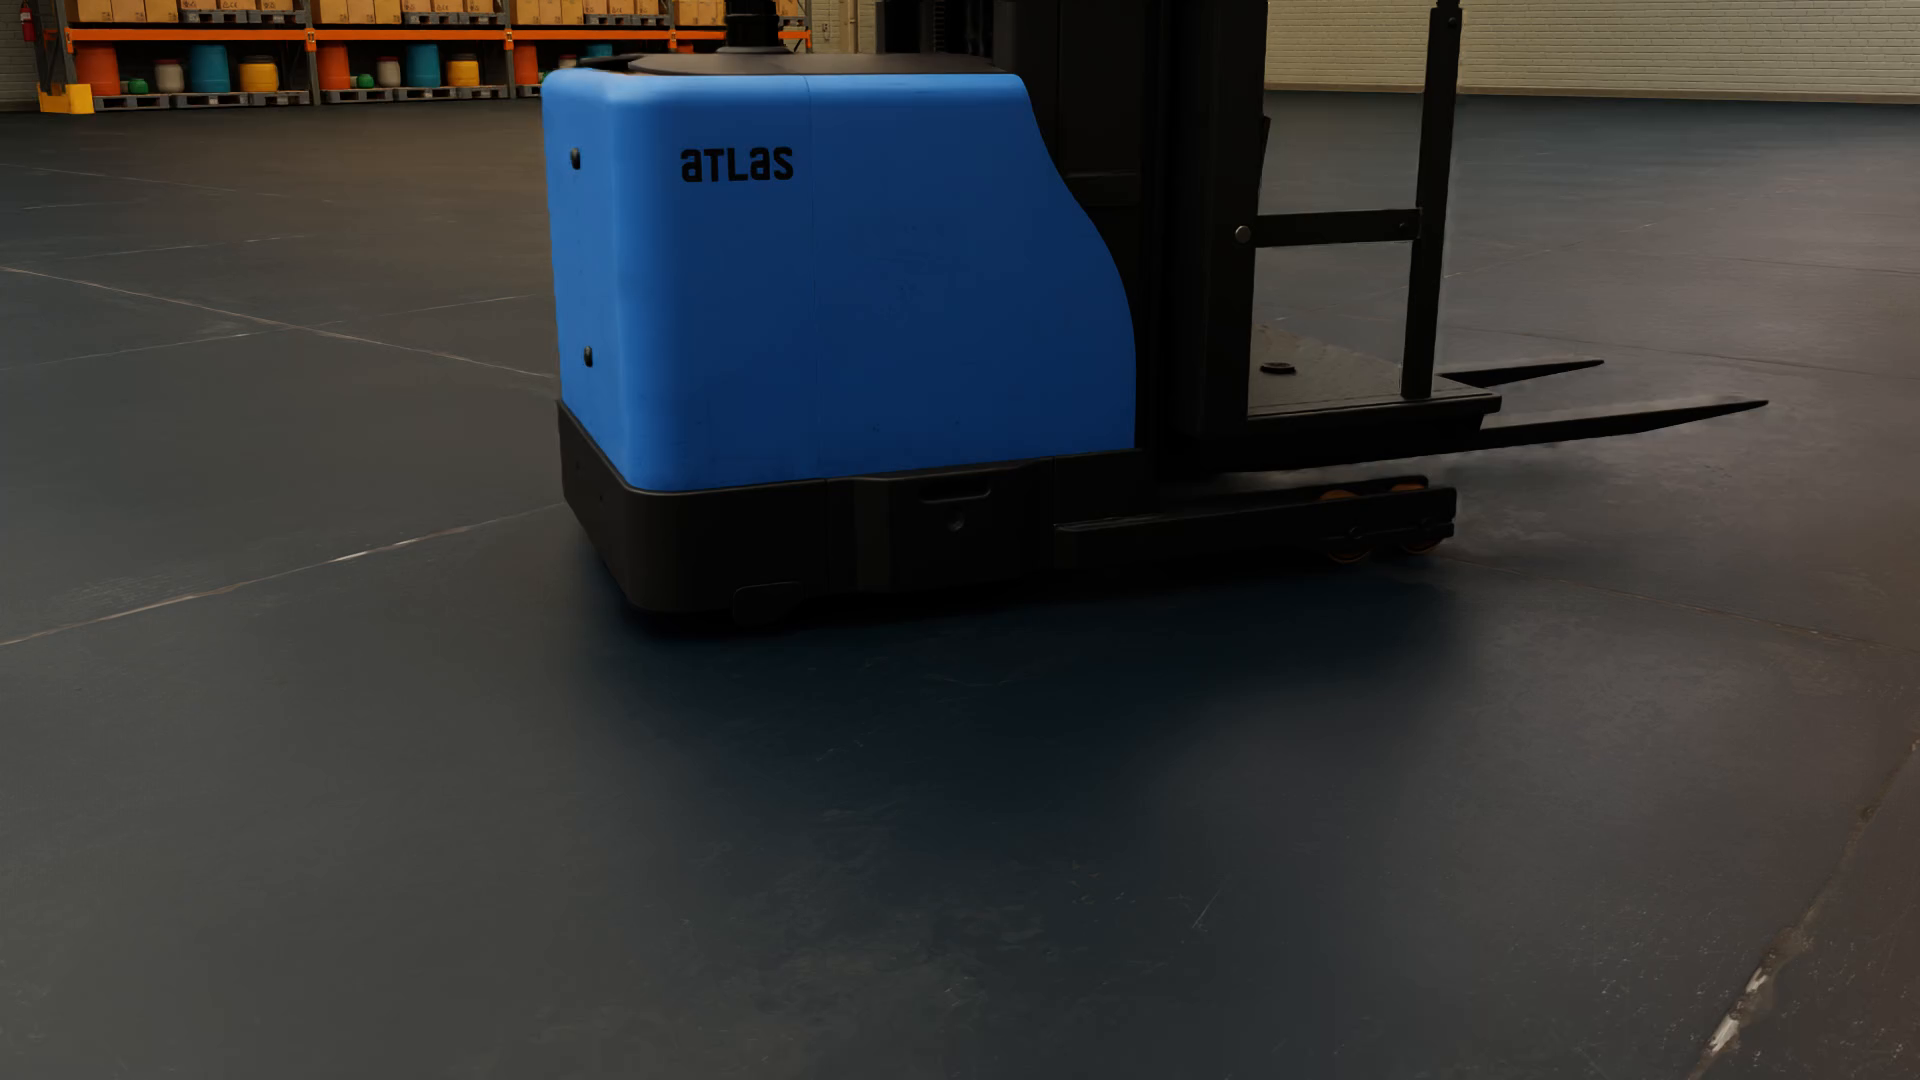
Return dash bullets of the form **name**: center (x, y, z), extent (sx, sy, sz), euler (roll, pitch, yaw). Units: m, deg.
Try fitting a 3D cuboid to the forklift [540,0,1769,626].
- **forklift**: center (0.603, -1.484, 3.785), extent (3.031, 2.935, 1.130), euler (-7, 18, -21)
